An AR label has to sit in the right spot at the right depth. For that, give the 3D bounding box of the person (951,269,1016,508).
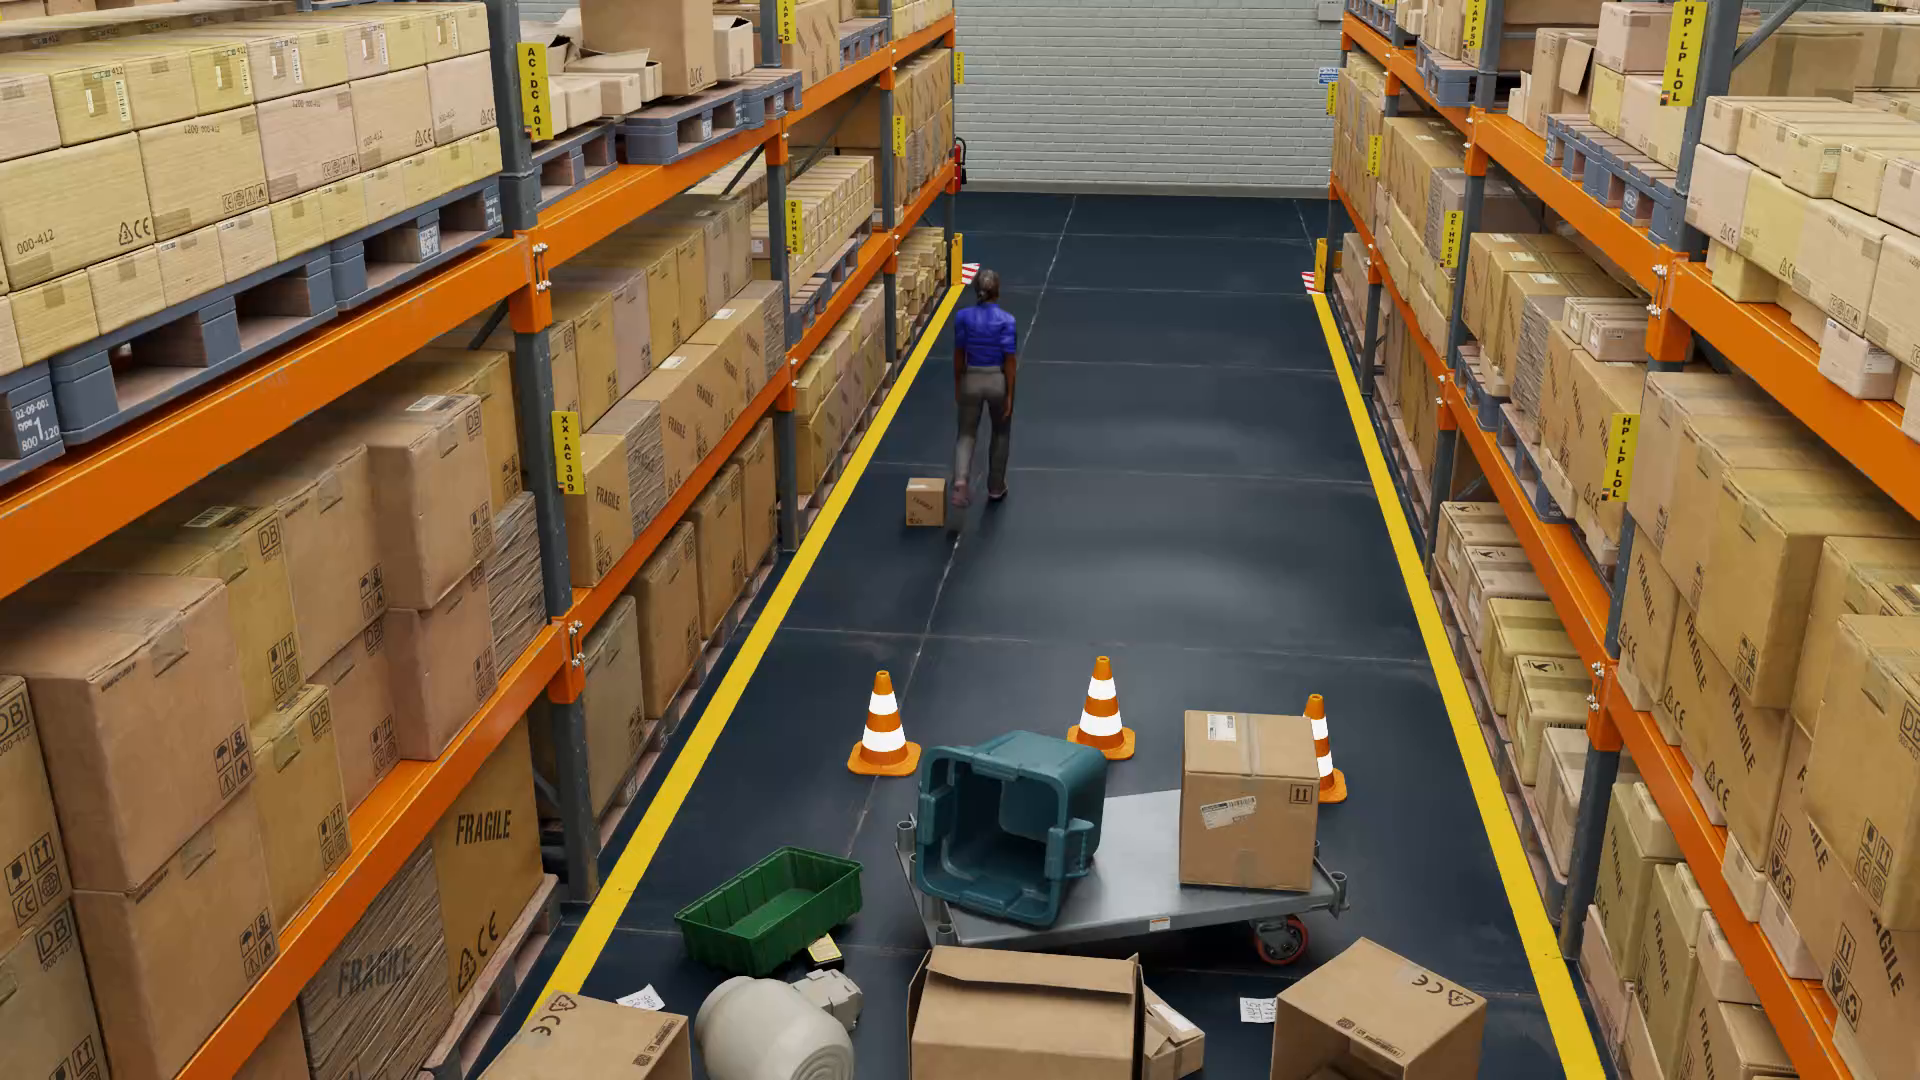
[{"bbox_3d":[0.161,-0.999,11.126,0.439,1.610,0.795,4,22,9],"label":"person"}]
